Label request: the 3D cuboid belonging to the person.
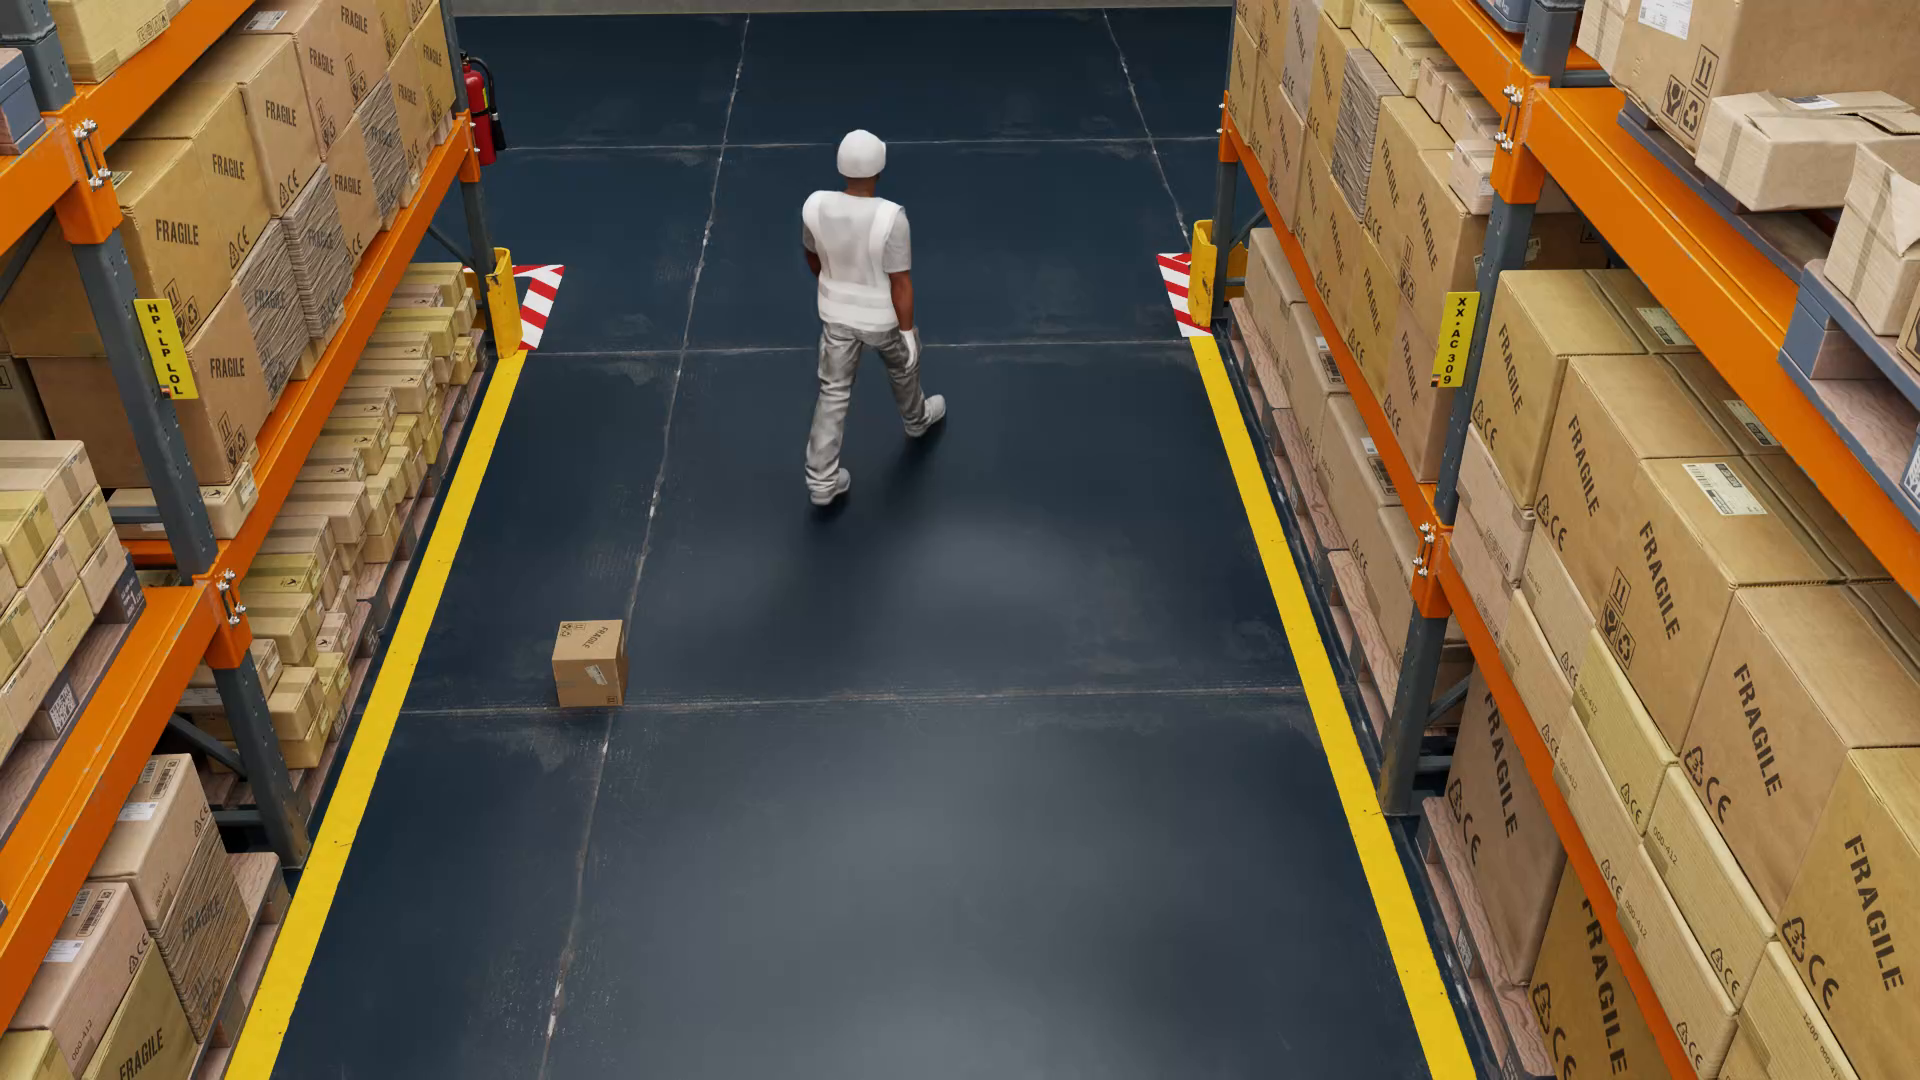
[{"bbox_3d":[-0.414,-1.103,7.701,0.597,1.726,1.083,10,36,14],"label":"person"}]
